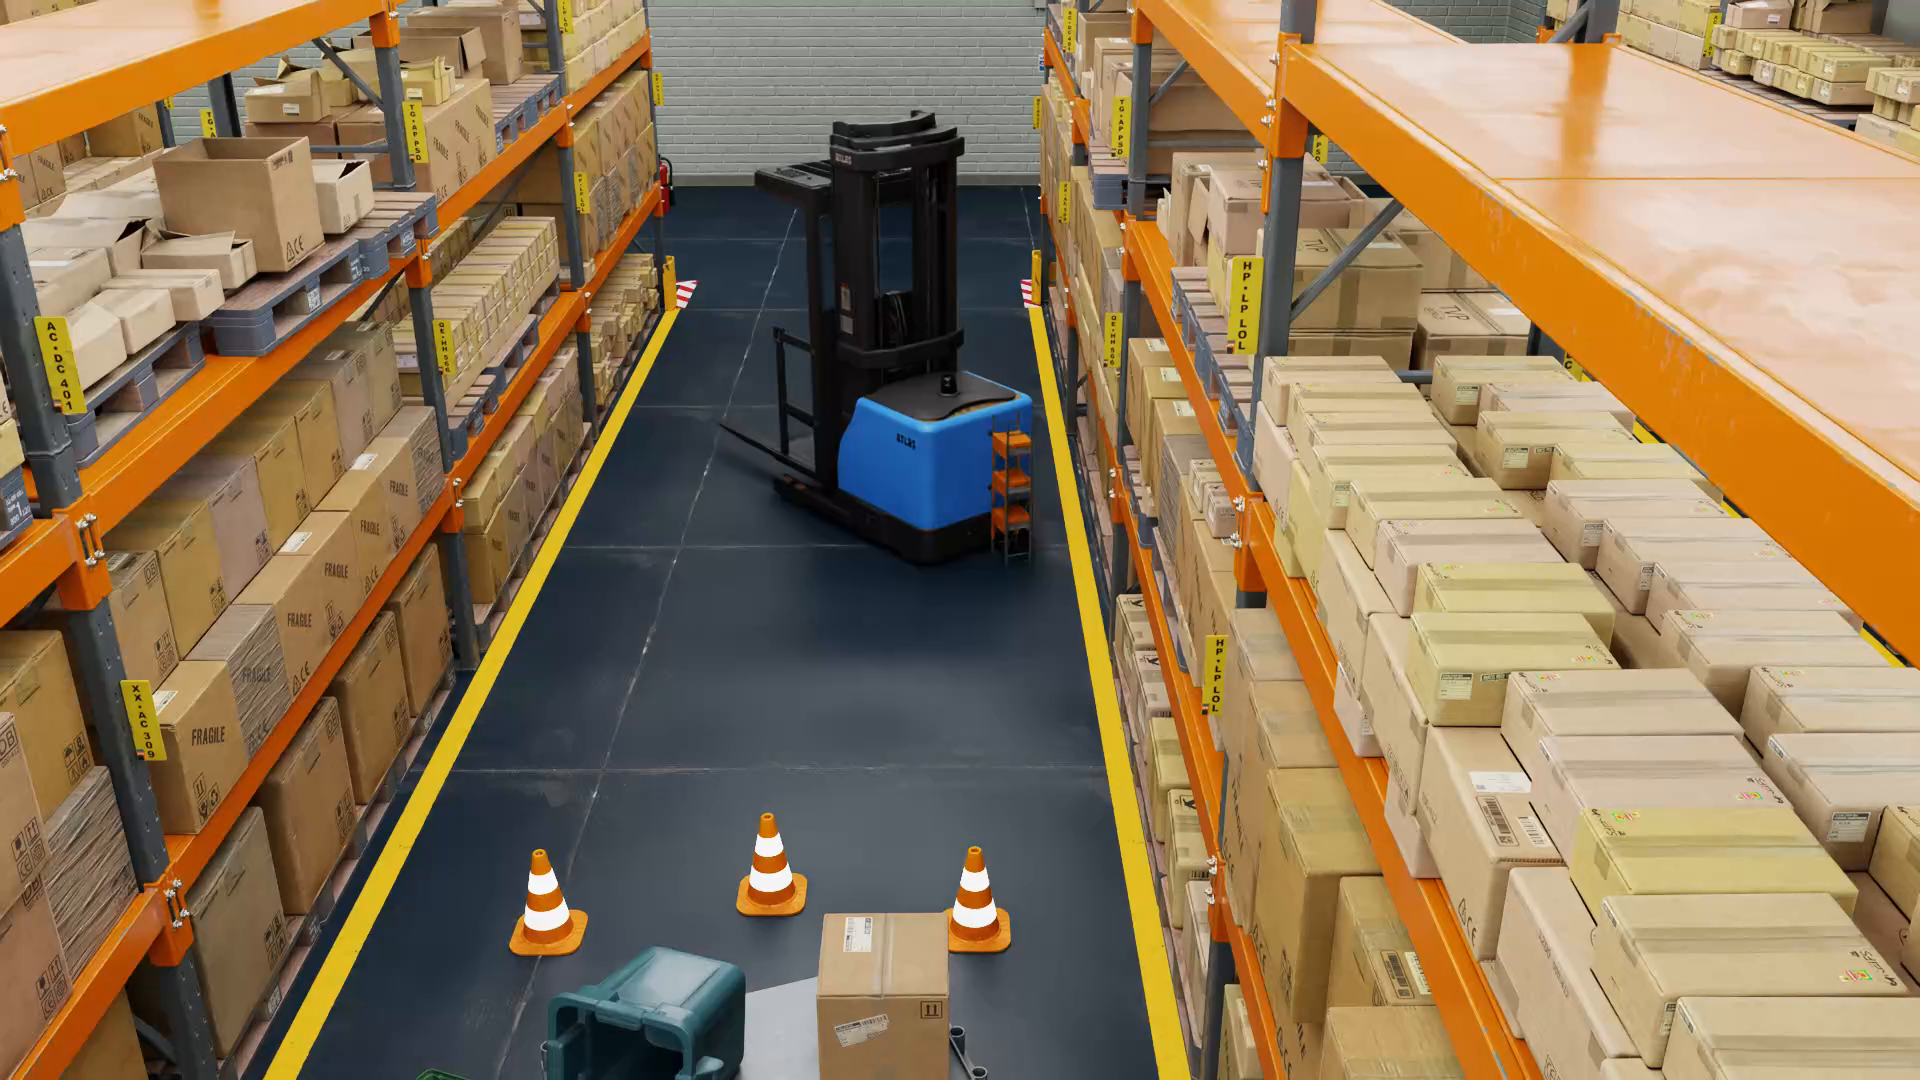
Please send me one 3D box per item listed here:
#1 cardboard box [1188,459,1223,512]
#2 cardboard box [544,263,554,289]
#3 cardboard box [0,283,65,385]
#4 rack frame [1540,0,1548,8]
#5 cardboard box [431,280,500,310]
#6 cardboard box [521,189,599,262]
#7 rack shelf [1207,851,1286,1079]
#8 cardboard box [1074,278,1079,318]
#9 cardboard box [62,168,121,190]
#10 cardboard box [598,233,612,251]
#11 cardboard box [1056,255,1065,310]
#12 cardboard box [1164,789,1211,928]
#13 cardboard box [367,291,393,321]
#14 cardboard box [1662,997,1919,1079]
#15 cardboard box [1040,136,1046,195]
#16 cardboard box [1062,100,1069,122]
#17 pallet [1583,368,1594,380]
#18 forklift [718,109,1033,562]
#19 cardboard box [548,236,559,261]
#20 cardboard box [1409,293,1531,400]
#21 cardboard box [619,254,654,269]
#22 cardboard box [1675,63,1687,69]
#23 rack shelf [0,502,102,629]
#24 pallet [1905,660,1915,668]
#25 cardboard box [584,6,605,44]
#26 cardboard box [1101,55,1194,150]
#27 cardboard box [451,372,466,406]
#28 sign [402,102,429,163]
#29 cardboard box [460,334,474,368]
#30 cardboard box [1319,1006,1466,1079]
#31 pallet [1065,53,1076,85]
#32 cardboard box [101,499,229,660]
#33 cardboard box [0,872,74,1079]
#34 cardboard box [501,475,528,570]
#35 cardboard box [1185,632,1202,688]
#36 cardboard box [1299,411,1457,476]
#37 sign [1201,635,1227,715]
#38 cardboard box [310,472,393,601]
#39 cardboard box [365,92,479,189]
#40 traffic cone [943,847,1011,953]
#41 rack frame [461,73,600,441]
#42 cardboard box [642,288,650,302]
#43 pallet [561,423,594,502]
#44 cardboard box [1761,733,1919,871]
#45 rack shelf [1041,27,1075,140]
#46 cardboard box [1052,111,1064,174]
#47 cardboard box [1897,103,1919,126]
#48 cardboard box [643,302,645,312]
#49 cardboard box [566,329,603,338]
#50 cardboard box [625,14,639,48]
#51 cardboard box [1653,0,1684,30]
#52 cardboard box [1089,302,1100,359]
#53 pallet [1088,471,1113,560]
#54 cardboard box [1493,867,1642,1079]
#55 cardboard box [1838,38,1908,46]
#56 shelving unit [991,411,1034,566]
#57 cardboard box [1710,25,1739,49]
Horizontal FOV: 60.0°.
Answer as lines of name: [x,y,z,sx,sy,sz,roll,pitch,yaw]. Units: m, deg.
cardboard box: [1.208,-0.240,7.245,0.380,0.149,0.250,-1,24,-3]
cardboard box: [-3.344,-2.026,12.768,0.380,0.149,0.250,0,24,0]
cardboard box: [-3.630,-0.748,6.058,0.500,0.250,0.500,0,24,0]
rack frame: [6.319,-6.688,16.001,1.000,3.000,0.127,0,24,-1]
cardboard box: [-3.333,-1.651,11.218,0.380,0.149,0.250,0,24,1]
cardboard box: [-3.303,-2.605,13.771,0.500,0.500,0.500,-1,24,-2]
rack shelf: [1.508,2.166,4.577,1.077,0.370,4.000,0,24,-1]
cardboard box: [1.147,-1.818,12.696,0.500,0.250,0.500,-1,24,-2]
cardboard box: [-8.273,-3.336,15.691,0.500,0.250,0.500,-1,24,-2]
cardboard box: [-3.292,-2.654,14.667,0.380,0.149,0.250,0,24,0]
cardboard box: [1.463,-2.683,17.026,0.875,0.438,0.875,-1,24,-2]
cardboard box: [1.467,1.508,7.839,0.950,0.372,0.625,1,24,3]
cardboard box: [-3.976,-1.539,10.970,0.380,0.149,0.250,0,24,-1]
cardboard box: [1.267,0.802,2.417,0.380,0.149,0.250,0,24,0]
cardboard box: [1.074,-3.777,16.724,0.500,0.500,0.500,0,24,-1]
cardboard box: [1.109,-3.833,14.846,0.380,0.149,0.250,0,24,-1]
pallet: [6.340,-1.823,15.908,1.003,0.211,1.213,0,24,-1]
forklift: [-0.789,-1.717,12.374,1.130,2.935,3.031,-19,30,-35]
cardboard box: [-3.348,-2.268,12.942,0.380,0.149,0.250,0,24,1]
cardboard box: [1.881,-0.718,6.114,0.500,0.250,0.500,-1,24,-2]
cardboard box: [-3.334,-2.813,16.942,0.380,0.149,0.250,0,24,0]
cardboard box: [6.064,-3.806,13.574,0.380,0.149,0.250,0,24,-1]
rack shelf: [-3.440,0.863,3.818,1.077,0.370,4.000,0,24,-1]
pallet: [6.376,0.952,9.773,1.003,0.211,1.213,0,24,-1]
cardboard box: [-3.307,-4.357,14.062,0.500,0.250,0.500,0,24,0]
cardboard box: [1.242,-2.645,10.071,0.700,0.500,0.500,-1,24,-3]
cardboard box: [-3.312,-0.943,10.374,0.380,0.149,0.250,1,24,2]
sign: [-2.951,-2.208,9.012,0.100,0.325,0.005,0,24,-1]
cardboard box: [-3.322,-1.205,10.591,0.380,0.149,0.250,-1,24,-2]
cardboard box: [1.200,1.398,3.707,0.700,0.500,0.500,-1,24,-1]
pallet: [1.401,-3.946,13.686,1.003,0.211,1.213,0,24,-1]
cardboard box: [-3.481,0.160,6.804,0.700,0.500,0.500,-1,24,-1]
cardboard box: [-3.418,1.388,5.242,0.875,0.550,0.550,0,24,-1]
cardboard box: [-3.268,-0.123,11.288,0.500,0.500,0.500,0,24,0]
cardboard box: [1.181,0.511,7.158,0.380,0.149,0.250,-1,24,-1]
cardboard box: [1.189,-0.254,4.753,0.380,0.149,0.250,-1,24,-2]
sign: [0.931,0.490,6.004,0.100,0.325,0.005,0,24,-1]
cardboard box: [-3.223,-0.020,8.416,0.500,0.500,0.500,-1,24,-1]
cardboard box: [-3.259,-2.425,10.094,0.500,0.500,0.500,0,24,-1]
traffic cone: [0.073,1.665,7.890,0.336,0.463,0.334,0,24,-1]
rack frame: [-3.550,-2.219,13.399,1.000,3.000,0.127,0,24,-1]
cardboard box: [-3.295,-2.465,16.531,0.380,0.149,0.250,-1,24,-3]
pallet: [-3.540,-0.627,13.264,1.003,0.211,1.213,0,24,-1]
cardboard box: [1.744,0.487,3.114,0.380,0.149,0.250,0,24,-1]
rack shelf: [1.377,-4.146,14.892,1.077,0.370,4.000,0,24,-1]
cardboard box: [1.108,-3.602,15.124,0.500,0.500,0.500,0,24,0]
cardboard box: [6.202,-2.704,10.529,0.380,0.149,0.250,0,24,0]
cardboard box: [-3.358,-2.329,16.592,0.380,0.149,0.250,0,24,-1]
cardboard box: [-3.342,-1.743,14.575,0.380,0.149,0.250,-1,24,-1]
cardboard box: [-3.311,-4.769,15.579,0.500,0.250,0.500,0,24,0]
cardboard box: [6.102,-4.384,13.761,0.500,0.250,0.500,-1,24,-1]
cardboard box: [1.148,-1.414,11.196,0.500,0.250,0.500,-1,24,-2]
pallet: [1.499,-0.190,12.298,1.003,0.211,1.213,0,24,-1]
cardboard box: [1.264,0.811,2.881,0.500,0.250,0.500,-1,24,-1]
cardboard box: [6.513,-3.492,11.886,0.380,0.149,0.250,0,24,1]
shelving unit: [0.365,-0.358,11.651,0.215,1.050,0.252,-10,26,-20]
cardboard box: [5.927,-3.806,12.582,0.380,0.149,0.250,0,24,1]
